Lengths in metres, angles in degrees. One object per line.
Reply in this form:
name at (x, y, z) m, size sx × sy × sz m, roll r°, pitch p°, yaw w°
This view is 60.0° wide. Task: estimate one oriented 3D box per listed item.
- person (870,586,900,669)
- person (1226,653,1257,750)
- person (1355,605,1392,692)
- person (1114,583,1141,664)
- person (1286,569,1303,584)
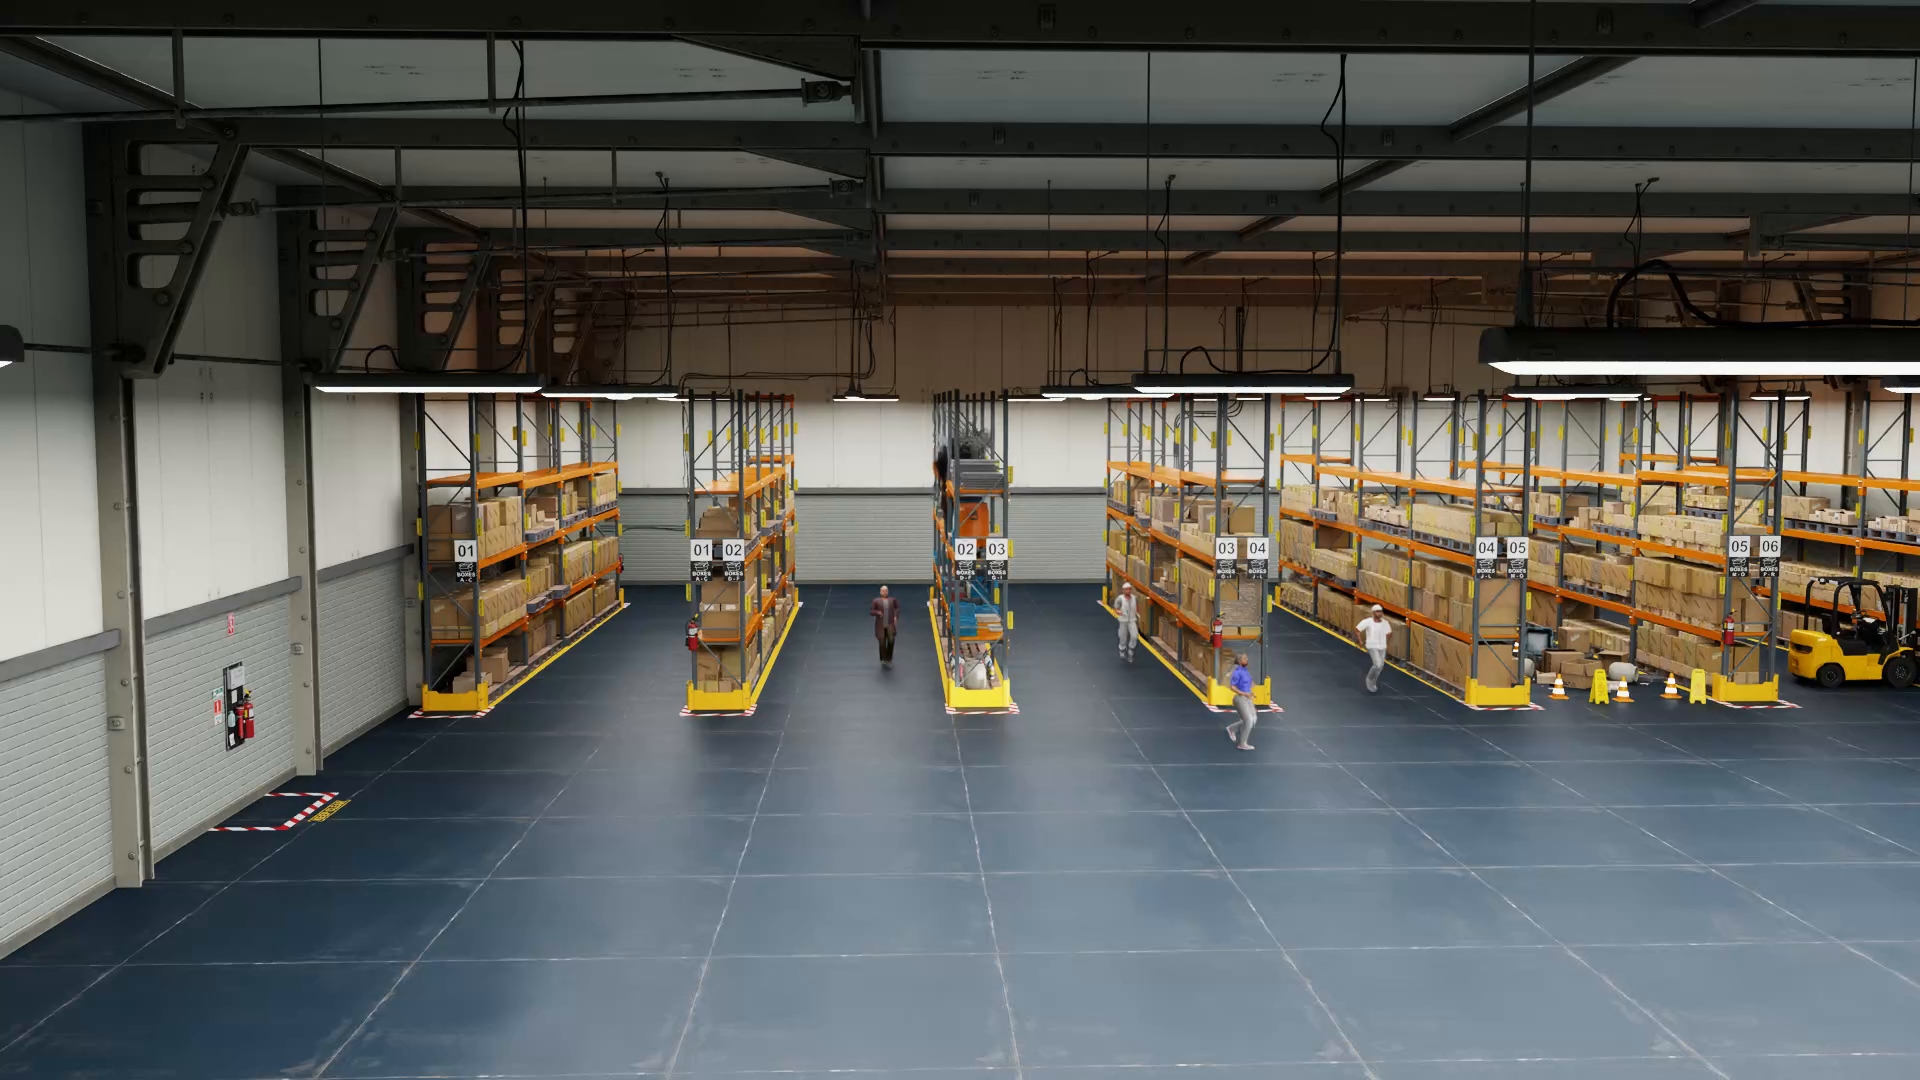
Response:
person at (-1.615, 2.006, 36.121) m, size 0.688 × 1.606 × 0.754 m, roll -1°, pitch 5°, yaw -7°
person at (4.671, 2.668, 27.622) m, size 0.584 × 1.604 × 0.573 m, roll 3°, pitch 5°, yaw 32°
person at (8.266, 2.152, 32.970) m, size 0.676 × 1.742 × 0.673 m, roll -2°, pitch 5°, yaw -18°
person at (3.717, 1.837, 36.750) m, size 0.643 × 1.796 × 0.805 m, roll -1°, pitch 5°, yaw -8°
person at (9.932, 0.895, 49.039) m, size 0.683 × 1.769 × 0.744 m, roll 2°, pitch 5°, yaw 19°
